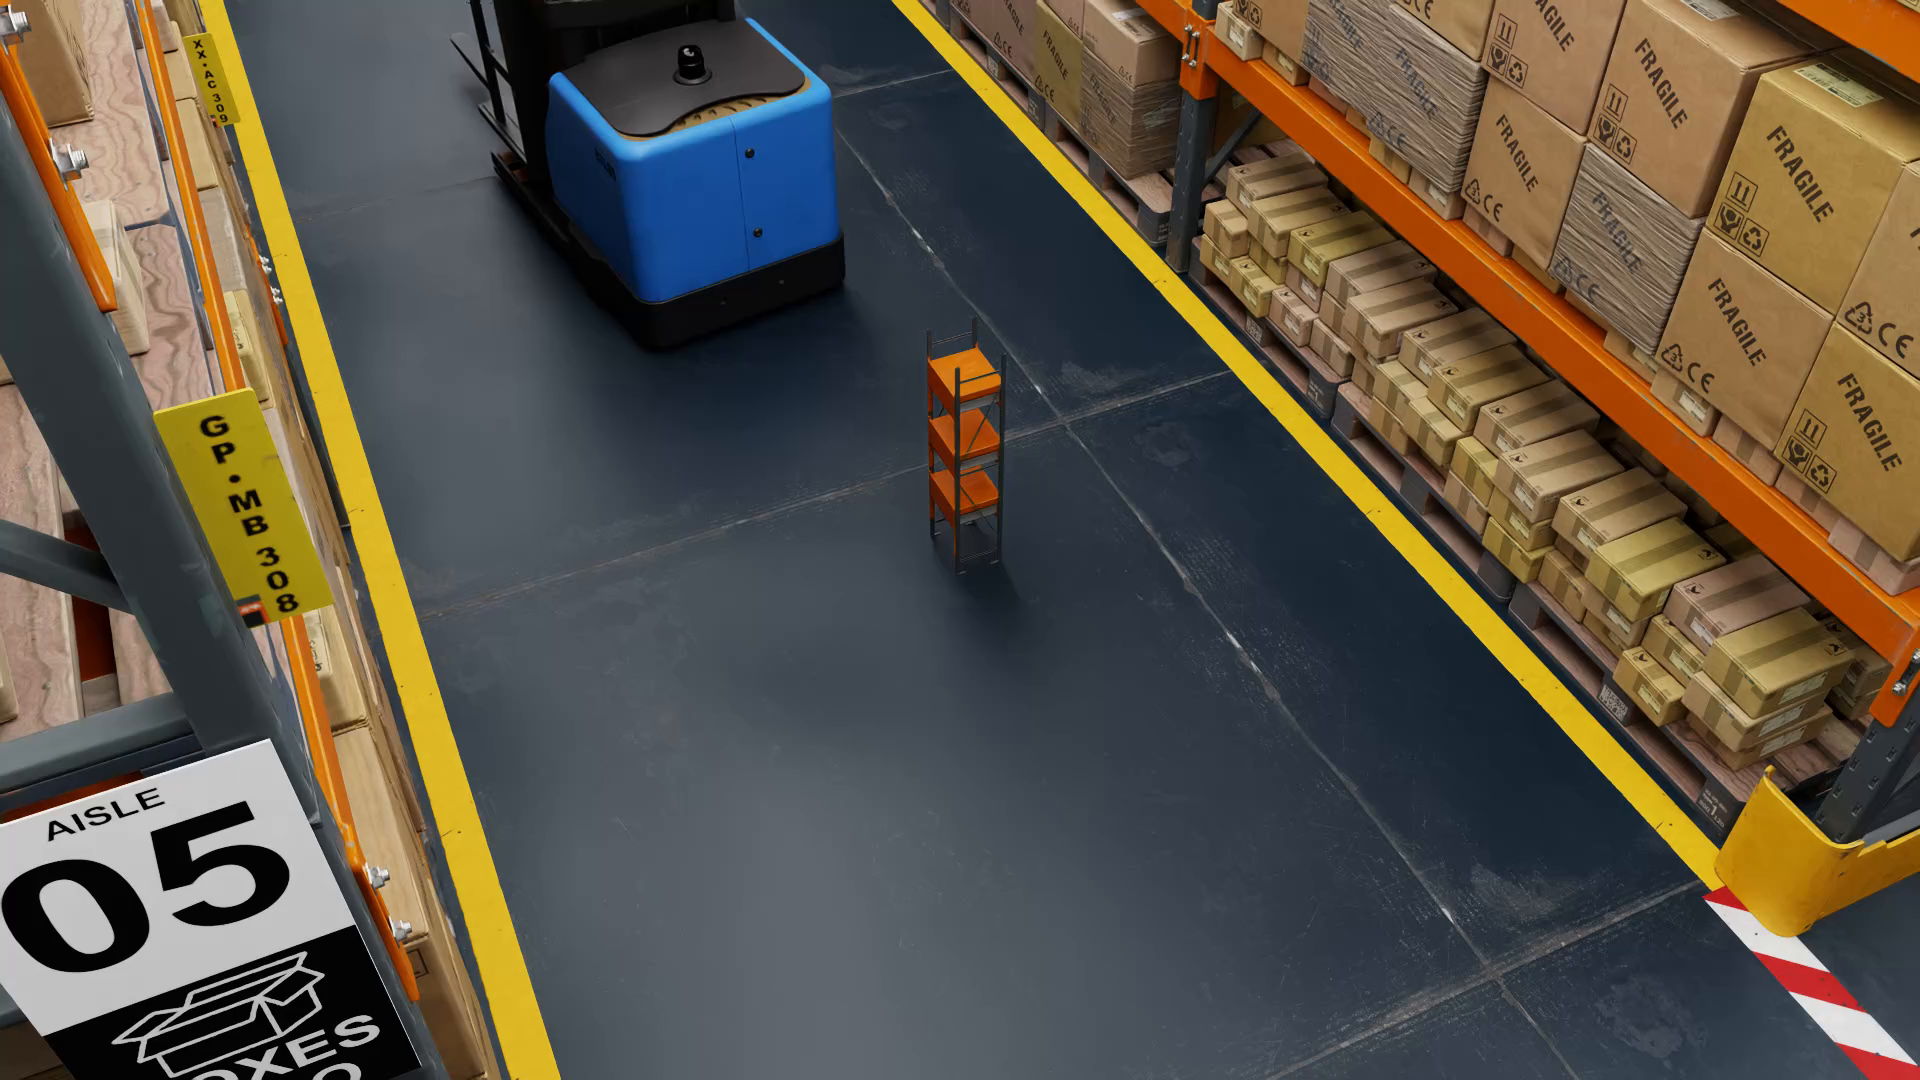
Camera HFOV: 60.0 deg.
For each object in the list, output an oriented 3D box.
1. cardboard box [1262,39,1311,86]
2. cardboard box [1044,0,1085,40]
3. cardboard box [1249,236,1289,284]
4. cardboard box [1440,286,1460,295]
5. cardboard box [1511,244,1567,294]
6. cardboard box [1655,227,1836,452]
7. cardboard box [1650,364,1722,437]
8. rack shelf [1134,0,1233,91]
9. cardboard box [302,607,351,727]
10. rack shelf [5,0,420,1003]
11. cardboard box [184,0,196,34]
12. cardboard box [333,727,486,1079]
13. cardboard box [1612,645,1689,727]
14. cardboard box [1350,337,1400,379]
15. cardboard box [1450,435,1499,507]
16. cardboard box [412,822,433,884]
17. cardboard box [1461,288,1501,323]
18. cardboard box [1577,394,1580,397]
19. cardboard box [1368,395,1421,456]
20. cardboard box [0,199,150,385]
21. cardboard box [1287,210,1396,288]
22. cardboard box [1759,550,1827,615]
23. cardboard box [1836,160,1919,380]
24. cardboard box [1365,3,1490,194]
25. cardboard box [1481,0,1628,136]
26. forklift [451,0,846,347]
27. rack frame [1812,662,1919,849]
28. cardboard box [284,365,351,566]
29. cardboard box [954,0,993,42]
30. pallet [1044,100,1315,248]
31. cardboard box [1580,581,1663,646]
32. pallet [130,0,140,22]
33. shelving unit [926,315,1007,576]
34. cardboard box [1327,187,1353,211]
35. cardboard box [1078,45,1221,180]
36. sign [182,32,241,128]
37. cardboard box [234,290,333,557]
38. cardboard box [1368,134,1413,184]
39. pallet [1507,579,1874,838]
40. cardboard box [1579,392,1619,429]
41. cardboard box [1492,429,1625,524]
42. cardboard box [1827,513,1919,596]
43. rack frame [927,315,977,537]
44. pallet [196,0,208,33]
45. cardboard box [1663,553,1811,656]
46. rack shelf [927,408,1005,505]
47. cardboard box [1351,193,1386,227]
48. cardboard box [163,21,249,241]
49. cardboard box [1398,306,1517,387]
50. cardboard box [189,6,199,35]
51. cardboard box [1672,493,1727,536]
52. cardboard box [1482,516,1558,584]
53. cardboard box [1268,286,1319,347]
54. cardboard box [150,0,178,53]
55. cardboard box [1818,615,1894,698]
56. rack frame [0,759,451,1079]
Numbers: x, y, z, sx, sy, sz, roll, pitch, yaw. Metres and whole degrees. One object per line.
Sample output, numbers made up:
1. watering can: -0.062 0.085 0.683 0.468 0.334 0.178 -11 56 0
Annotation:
1. cardboard box: 1.478 -2.027 6.847 0.380 0.149 0.250 -17 47 -16
2. cardboard box: 0.733 -2.794 8.393 0.500 0.250 0.500 -16 47 -16
3. cardboard box: 1.530 -1.316 7.467 0.380 0.149 0.250 -18 47 -17
4. cardboard box: 2.171 -1.147 7.295 0.380 0.149 0.250 -18 47 -17
5. cardboard box: 2.180 -1.033 5.840 0.380 0.149 0.250 -17 47 -17
6. cardboard box: 2.527 -0.669 5.009 0.500 0.500 0.500 -19 48 -18
7. cardboard box: 2.450 -0.503 5.303 0.380 0.149 0.250 -17 47 -16
8. rack shelf: 0.639 -3.554 8.729 1.077 0.370 4.000 -18 47 -17
9. cardboard box: -1.365 0.263 3.103 0.380 0.149 0.250 -17 47 -16
10. rack shelf: -2.128 -0.547 3.545 1.077 0.370 4.000 -18 47 -17
11. cardboard box: -3.331 -2.151 6.546 0.500 0.250 0.500 -17 47 -17
12. cardboard box: -1.230 0.758 3.063 0.500 0.500 0.500 -19 48 -18
13. cardboard box: 2.551 0.470 5.868 0.380 0.149 0.250 -17 47 -16
14. cardboard box: 1.870 -0.817 6.961 0.380 0.149 0.250 -16 47 -16
15. cardboard box: 2.140 -0.305 6.443 0.380 0.149 0.250 -16 47 -15
16. cardboard box: -1.466 0.799 3.734 0.500 0.500 0.500 -19 48 -18
17. cardboard box: 2.356 -1.091 7.028 0.380 0.149 0.250 -20 48 -19
18. cardboard box: 2.464 -0.631 6.772 0.380 0.149 0.250 -16 47 -16
19. cardboard box: 1.924 -0.529 6.881 0.380 0.149 0.250 -19 48 -18
20. cardboard box: -1.536 -0.385 2.678 0.380 0.149 0.250 -16 47 -16
21. cardboard box: 1.650 -1.262 7.201 0.380 0.149 0.250 -19 48 -18
22. cardboard box: 3.025 0.092 5.828 0.380 0.149 0.250 -17 47 -17
23. cardboard box: 2.744 -0.703 4.332 0.500 0.500 0.500 -19 48 -18
24. cardboard box: 1.853 -1.643 5.996 0.500 0.500 0.500 -19 48 -18
25. cardboard box: 2.078 -1.690 5.333 0.500 0.500 0.500 -20 48 -19
26. forklift: -1.756 -2.935 7.637 1.130 2.935 3.031 -24 49 -22
27. rack frame: 3.162 0.013 4.601 1.000 3.000 0.127 -18 47 -17
28. cardboard box: -2.096 -0.183 4.729 0.500 0.500 0.500 -19 48 -18
29. cardboard box: 0.299 -3.174 9.311 0.500 0.500 0.500 -19 48 -18
30. pallet: 1.151 -2.039 8.666 1.003 0.211 1.213 -18 47 -17
31. cardboard box: 2.461 0.190 5.941 0.380 0.149 0.250 -20 48 -19
32. pallet: -2.634 -1.521 4.084 1.003 0.211 1.213 -18 47 -17
33. shelving unit: 0.022 -0.340 6.347 0.215 1.050 0.252 -18 47 -17
34. cardboard box: 1.901 -1.670 7.826 0.380 0.149 0.250 -17 47 -17
35. cardboard box: 0.940 -2.193 8.318 0.500 0.500 0.500 -19 48 -18
36. sign: -2.466 -1.511 5.473 0.100 0.325 0.005 -18 47 -17
37. cardboard box: -1.888 -0.213 4.047 0.500 0.500 0.500 -18 47 -17
38. cardboard box: 1.793 -1.517 6.331 0.380 0.149 0.250 -17 47 -17
39. pallet: 2.820 0.429 6.165 1.003 0.211 1.213 -18 47 -17
40. cardboard box: 2.678 -0.601 6.530 0.380 0.149 0.250 -17 47 -17
41. cardboard box: 2.217 -0.239 6.164 0.380 0.149 0.250 -16 47 -16
42. cardboard box: 2.768 -0.022 4.815 0.380 0.149 0.250 -18 47 -17
43. rack frame: -0.029 -0.417 6.425 0.200 1.050 0.008 -18 47 -17
44. pallet: -4.978 -3.065 9.706 1.003 0.211 1.213 -18 47 -17
45. cardboard box: 2.656 0.227 5.692 0.380 0.149 0.250 -17 47 -17
46. rack shelf: 0.022 -0.332 6.354 0.215 0.259 0.240 -18 47 -17
47. cardboard box: 2.009 -1.582 7.524 0.380 0.149 0.250 -17 47 -17
48. cardboard box: -2.520 -1.182 5.029 0.500 0.500 0.500 -18 48 -18
49. cardboard box: 2.003 -0.767 6.699 0.380 0.149 0.250 -20 48 -19
50. cardboard box: -3.334 -1.975 6.723 0.500 0.250 0.500 -18 48 -18
51. cardboard box: 2.918 -0.154 6.289 0.380 0.149 0.250 -17 47 -16
52. cardboard box: 2.238 -0.021 6.366 0.380 0.149 0.250 -20 48 -19
53. cardboard box: 1.605 -1.031 7.390 0.380 0.149 0.250 -18 47 -18
54. cardboard box: -2.551 -1.530 4.920 0.380 0.149 0.250 -19 48 -18
55. cardboard box: 3.174 0.363 5.766 0.380 0.149 0.250 -16 47 -16
56. rack frame: -1.287 1.539 3.054 1.000 3.000 0.127 -18 47 -17
